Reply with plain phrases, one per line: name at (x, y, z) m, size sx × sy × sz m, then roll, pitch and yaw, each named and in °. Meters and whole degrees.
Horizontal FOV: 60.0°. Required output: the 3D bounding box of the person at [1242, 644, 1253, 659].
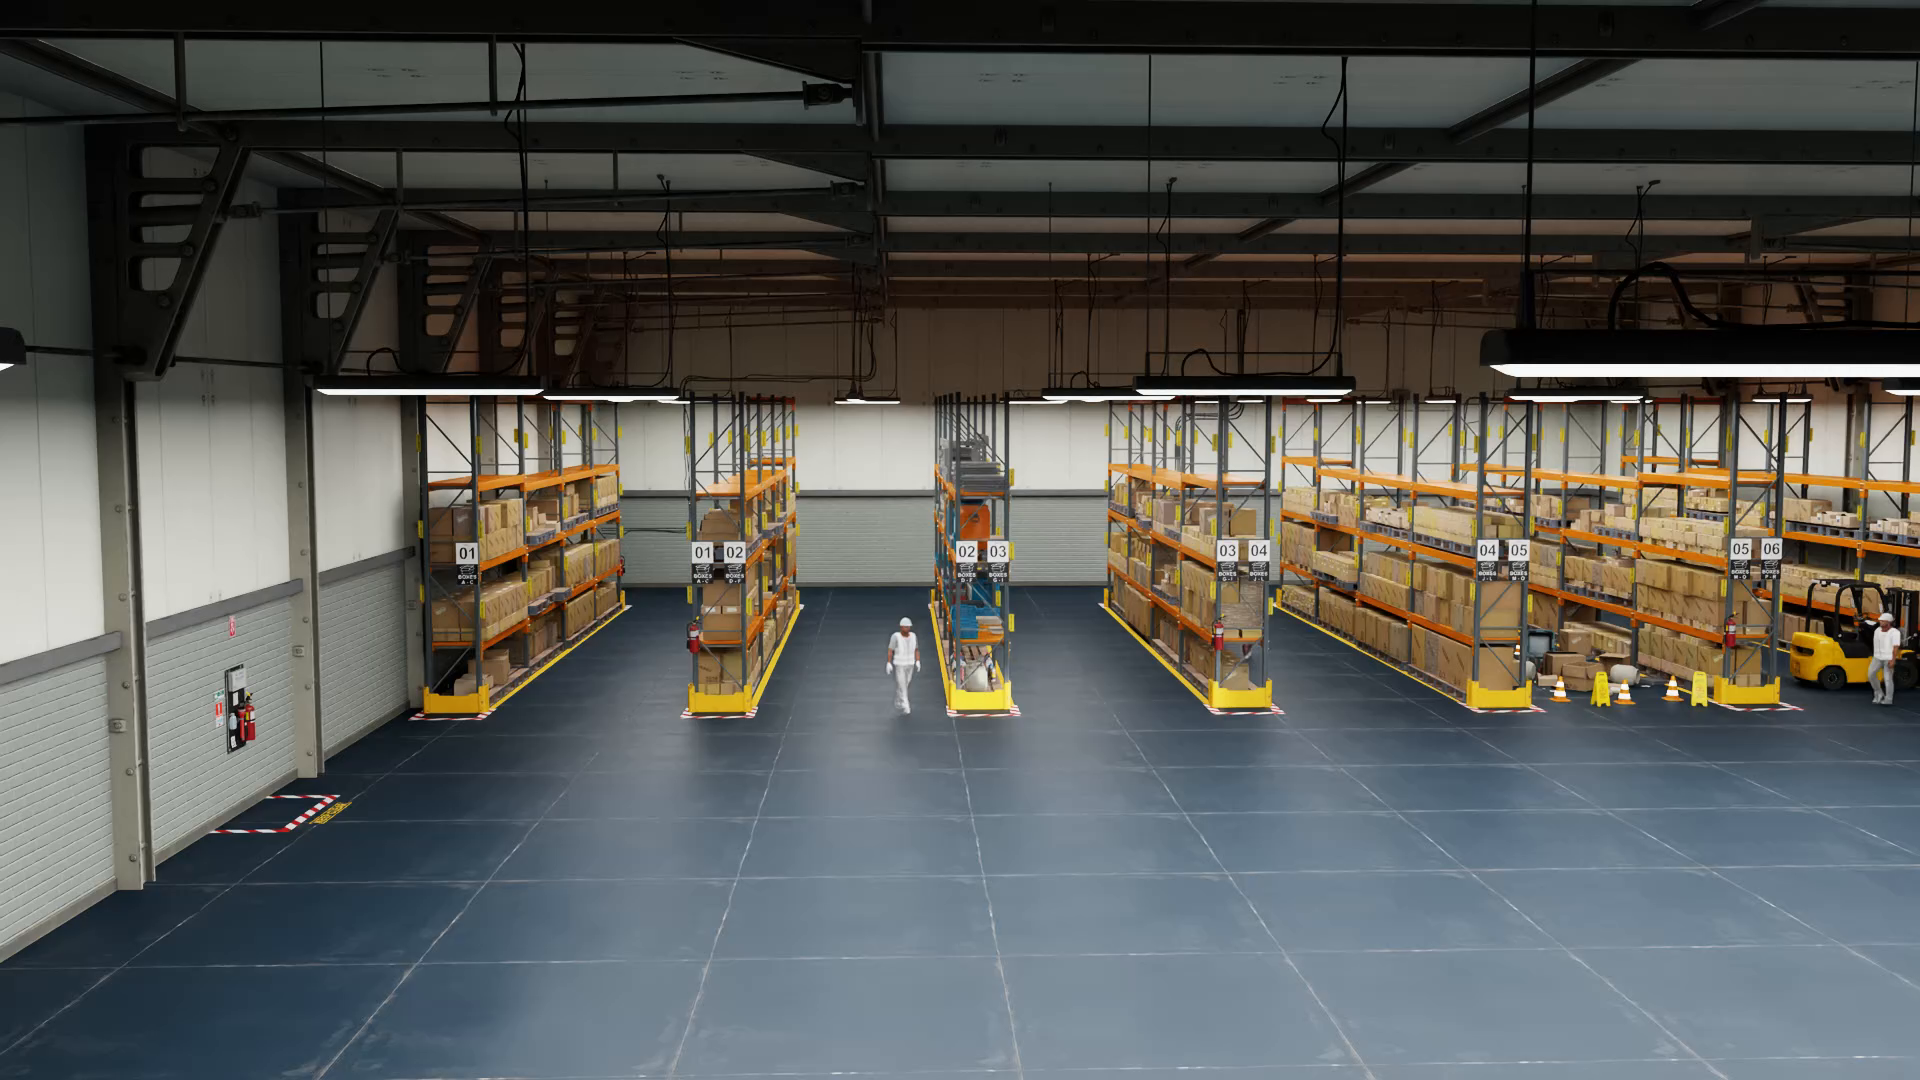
person at (6.563, 1.869, 37.913) m, size 0.542 × 1.656 × 0.497 m, roll 0°, pitch 5°, yaw 5°

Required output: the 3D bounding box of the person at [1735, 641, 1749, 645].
person at (17.065, 2.021, 36.341) m, size 0.523 × 1.595 × 0.681 m, roll -1°, pitch 5°, yaw -15°

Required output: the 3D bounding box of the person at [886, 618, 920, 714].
person at (-1.011, 2.333, 31.098) m, size 0.612 × 1.735 × 0.942 m, roll -3°, pitch 6°, yaw -35°

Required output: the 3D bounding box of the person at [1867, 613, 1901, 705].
person at (17.697, 2.291, 31.834) m, size 0.465 × 1.791 × 0.569 m, roll -3°, pitch 5°, yaw -29°
